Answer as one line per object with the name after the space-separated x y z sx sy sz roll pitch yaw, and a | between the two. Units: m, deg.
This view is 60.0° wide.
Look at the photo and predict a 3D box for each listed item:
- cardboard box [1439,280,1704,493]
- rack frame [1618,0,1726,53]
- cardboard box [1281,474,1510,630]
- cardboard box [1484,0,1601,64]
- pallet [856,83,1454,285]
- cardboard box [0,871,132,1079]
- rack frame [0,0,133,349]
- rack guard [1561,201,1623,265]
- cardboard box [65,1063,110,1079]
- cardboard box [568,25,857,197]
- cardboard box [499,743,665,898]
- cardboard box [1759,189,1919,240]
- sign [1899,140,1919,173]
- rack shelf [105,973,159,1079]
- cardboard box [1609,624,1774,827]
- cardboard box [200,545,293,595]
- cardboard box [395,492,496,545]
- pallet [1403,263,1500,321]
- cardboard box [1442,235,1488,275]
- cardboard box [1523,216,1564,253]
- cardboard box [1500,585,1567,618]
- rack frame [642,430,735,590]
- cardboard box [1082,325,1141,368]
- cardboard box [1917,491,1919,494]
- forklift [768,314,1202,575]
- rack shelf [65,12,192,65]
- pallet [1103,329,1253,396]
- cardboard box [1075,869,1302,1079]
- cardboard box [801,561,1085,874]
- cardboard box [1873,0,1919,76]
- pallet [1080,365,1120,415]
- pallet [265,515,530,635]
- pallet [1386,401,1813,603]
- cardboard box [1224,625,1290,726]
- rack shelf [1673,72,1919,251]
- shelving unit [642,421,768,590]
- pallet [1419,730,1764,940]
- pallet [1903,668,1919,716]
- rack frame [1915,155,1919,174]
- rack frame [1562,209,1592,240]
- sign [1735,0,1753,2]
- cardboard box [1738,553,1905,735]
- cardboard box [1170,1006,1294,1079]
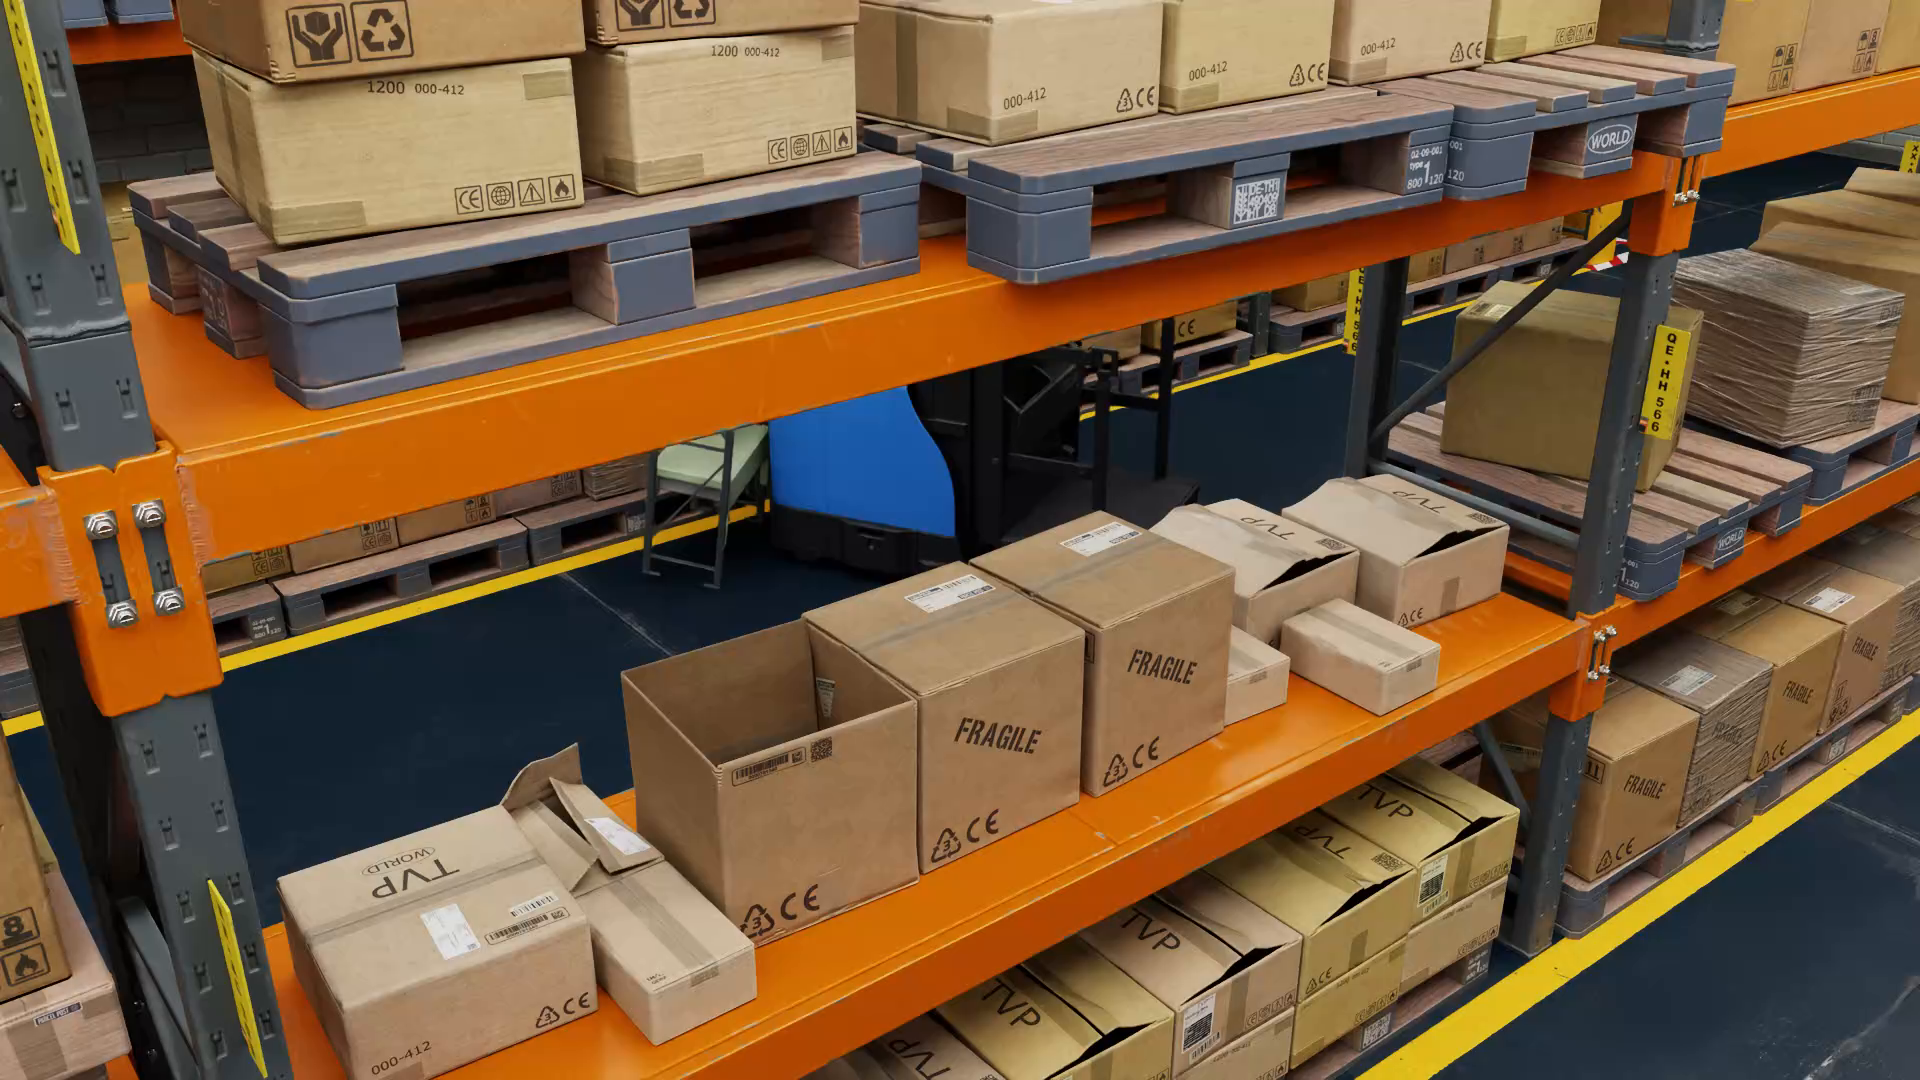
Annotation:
2.106 -0.545 5.745 0.700 0.500 0.500 15 29 29 | cardboard box
1.680 -2.830 4.158 0.127 3.000 1.000 -18 31 -34 | rack frame
1.367 0.012 5.267 0.500 0.311 0.500 -16 29 -31 | cardboard box
1.358 -1.455 4.439 0.500 0.250 0.500 -21 32 -38 | cardboard box
0.323 -0.886 3.758 1.213 0.211 1.003 -17 30 -32 | pallet
-1.549 0.732 2.719 0.250 0.149 0.380 -18 31 -34 | cardboard box
-1.468 -1.791 1.919 0.127 3.000 1.000 -18 31 -34 | rack frame
4.935 -2.699 13.972 0.348 0.500 1.175 -18 31 -34 | rack guard
-1.813 1.002 2.908 0.500 0.500 0.700 -19 31 -35 | cardboard box
-0.546 -0.853 3.141 0.500 0.250 0.500 -22 33 -39 | cardboard box
-0.889 0.702 3.834 0.258 0.266 0.396 -19 31 -35 | cardboard box
3.815 -1.135 7.015 0.500 0.500 0.700 -13 28 -26 | cardboard box
4.487 -1.718 7.861 0.005 0.325 0.100 -18 31 -34 | sign
-3.041 1.776 2.214 4.000 0.370 1.077 -18 31 -34 | rack shelf
2.623 0.664 6.203 0.500 0.500 0.500 -20 31 -36 | cardboard box
-3.583 -0.123 7.899 0.500 0.500 0.700 -19 31 -35 | cardboard box
-2.765 -0.376 8.445 0.500 0.500 0.700 -18 31 -34 | cardboard box
3.376 -2.013 12.837 1.213 0.211 1.003 -18 31 -34 | pallet
3.638 -2.408 12.845 0.500 0.500 0.700 -19 31 -36 | cardboard box
4.427 -2.669 13.407 0.500 0.500 0.700 -18 31 -34 | cardboard box
2.313 0.149 6.422 0.500 0.250 0.500 -17 30 -32 | cardboard box
-1.272 -0.451 7.876 0.400 1.500 0.023 12 29 5 | rack frame
0.639 -1.559 10.602 0.750 0.750 0.750 -17 30 -33 | cardboard box
4.616 0.010 7.613 0.500 0.500 0.500 -18 31 -34 | cardboard box
0.594 -1.152 7.827 3.031 2.867 1.129 10 27 21 | forklift
-2.953 -2.264 7.355 4.000 0.370 1.077 -18 31 -34 | rack shelf
1.207 -1.298 11.295 1.213 0.211 1.003 -18 31 -34 | pallet
0.616 1.179 4.748 0.500 0.311 0.500 -18 31 -34 | cardboard box
-0.044 0.424 4.155 0.500 0.500 0.500 -18 30 -34 | cardboard box
2.813 -1.907 5.613 0.500 0.500 0.910 -18 31 -34 | cardboard box
0.247 -0.979 10.608 1.213 0.211 1.003 -18 31 -34 | pallet
-2.955 0.034 8.426 1.213 0.211 1.003 -18 31 -34 | pallet
2.170 -0.221 5.891 1.003 0.211 1.213 -18 31 -34 | pallet
0.711 0.355 4.720 0.250 0.149 0.380 -16 29 -30 | cardboard box
3.254 -1.663 6.061 4.000 0.370 1.077 -18 31 -34 | rack shelf
-1.206 -0.616 8.196 0.431 1.500 0.755 12 29 5 | shelving unit
2.291 0.975 6.399 1.213 0.211 1.003 -18 31 -34 | pallet
4.211 0.341 7.765 1.213 0.211 1.003 -18 31 -34 | pallet
4.828 -1.148 7.660 0.127 3.000 1.000 -18 31 -34 | rack frame
4.916 -3.827 13.433 0.127 3.000 1.000 -18 31 -34 | rack frame
2.016 -1.554 4.263 0.005 0.325 0.100 -18 31 -34 | sign
3.428 0.398 6.775 0.500 0.500 0.500 -19 31 -36 | cardboard box
0.616 1.430 4.873 0.500 0.250 0.500 -17 30 -33 | cardboard box
